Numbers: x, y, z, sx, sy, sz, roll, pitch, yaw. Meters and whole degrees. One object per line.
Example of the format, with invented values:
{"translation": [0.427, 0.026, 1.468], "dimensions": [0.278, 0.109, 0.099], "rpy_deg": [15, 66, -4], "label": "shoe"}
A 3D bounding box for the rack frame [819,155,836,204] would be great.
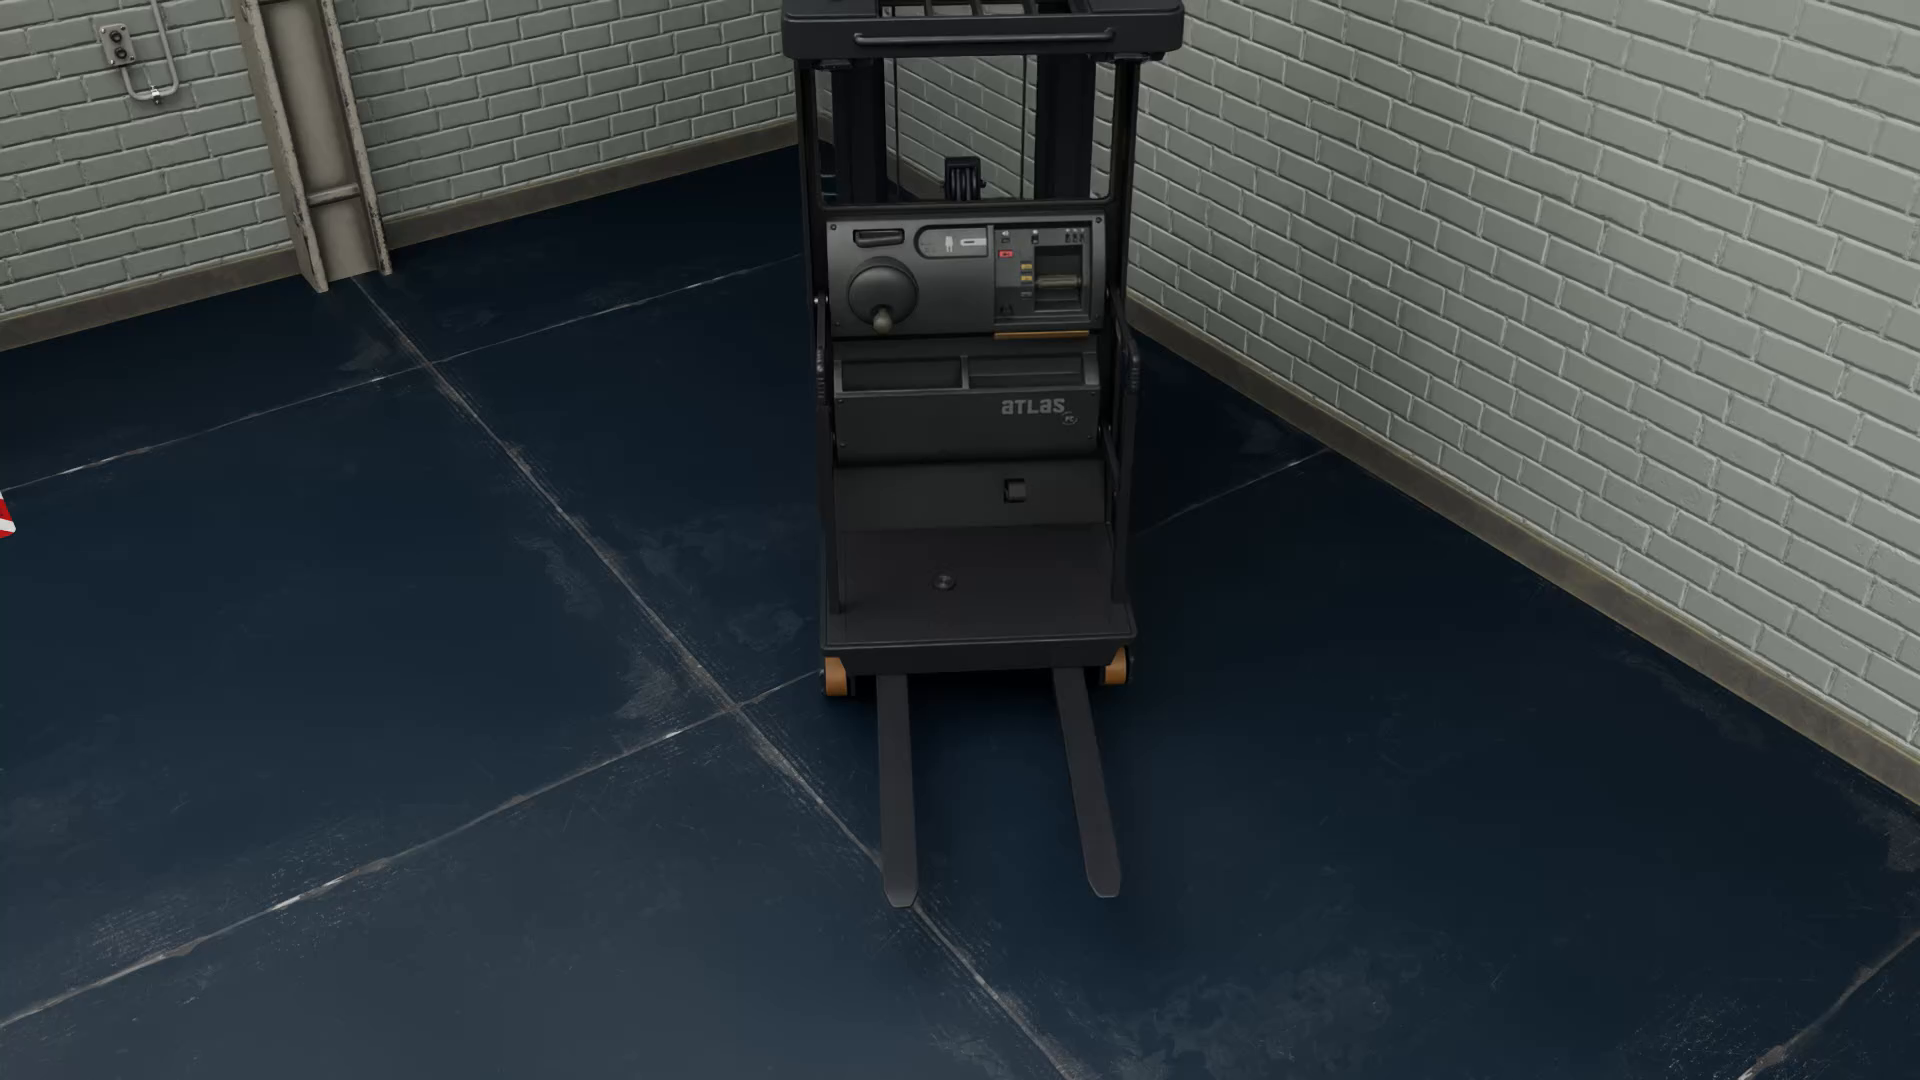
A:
{"translation": [-0.481, -1.112, 7.267], "dimensions": [0.240, 1.200, 0.006], "rpy_deg": [0, 36, 0], "label": "rack frame"}

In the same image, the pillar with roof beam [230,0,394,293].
{"translation": [-0.730, -3.002, 3.217], "dimensions": [0.400, 9.000, 9.100], "rpy_deg": [-22, 41, -28], "label": "pillar with roof beam"}

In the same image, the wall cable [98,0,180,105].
{"translation": [-4.416, -2.595, 6.919], "dimensions": [1.851, 1.984, 0.084], "rpy_deg": [-22, 41, -28], "label": "wall cable"}

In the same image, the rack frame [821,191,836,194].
{"translation": [-0.483, -1.005, 7.119], "dimensions": [0.240, 1.200, 0.006], "rpy_deg": [0, 36, 0], "label": "rack frame"}

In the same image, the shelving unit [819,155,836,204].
{"translation": [-0.482, -1.058, 7.193], "dimensions": [0.258, 1.200, 0.189], "rpy_deg": [0, 36, 0], "label": "shelving unit"}

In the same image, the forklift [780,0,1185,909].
{"translation": [0.039, -0.827, 5.390], "dimensions": [1.130, 2.935, 3.031], "rpy_deg": [-2, 36, -3], "label": "forklift"}
